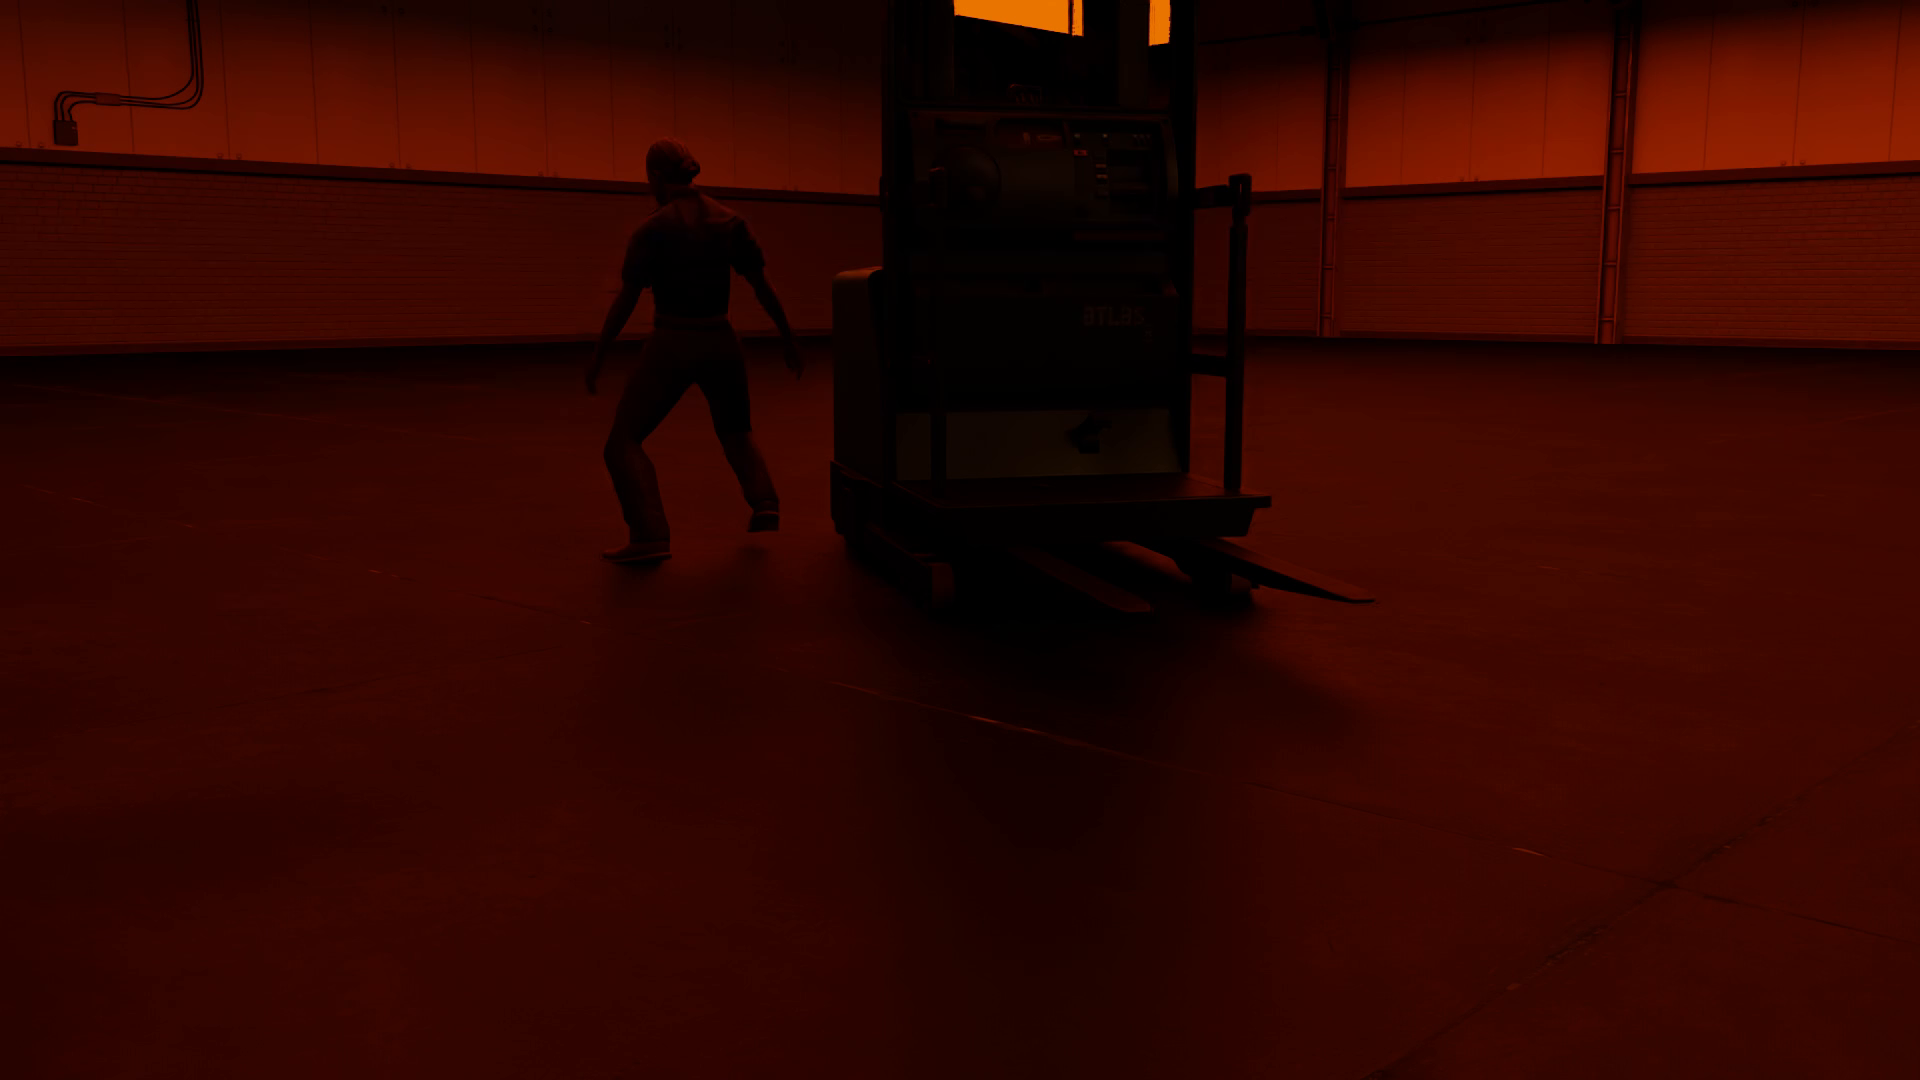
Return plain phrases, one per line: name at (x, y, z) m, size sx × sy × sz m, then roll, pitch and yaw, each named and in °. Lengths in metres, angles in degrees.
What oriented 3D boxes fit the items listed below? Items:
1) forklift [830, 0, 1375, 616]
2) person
forklift at (0.342, -1.282, 5.389) m, size 1.130 × 2.935 × 3.031 m, roll -2°, pitch 9°, yaw -15°
person at (-1.004, -0.718, 6.302) m, size 0.823 × 1.575 × 0.470 m, roll -5°, pitch 10°, yaw -29°
